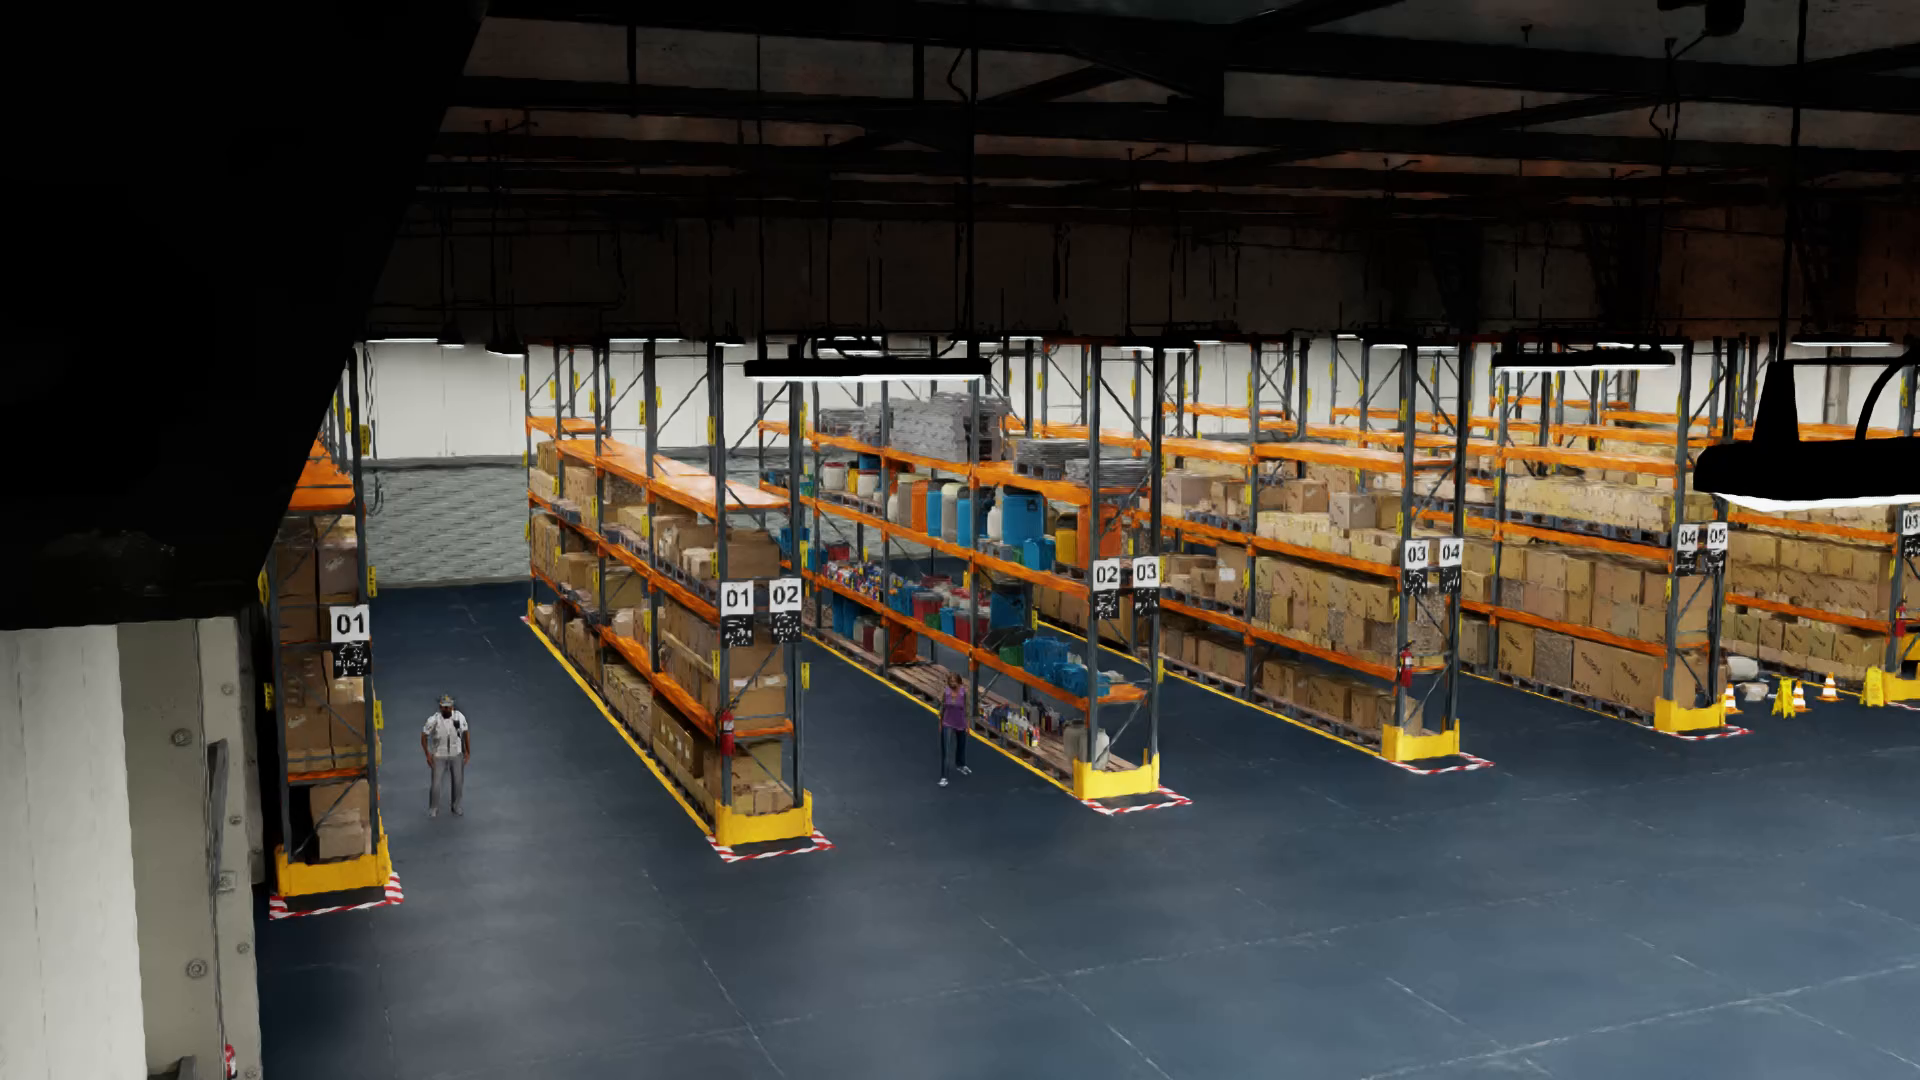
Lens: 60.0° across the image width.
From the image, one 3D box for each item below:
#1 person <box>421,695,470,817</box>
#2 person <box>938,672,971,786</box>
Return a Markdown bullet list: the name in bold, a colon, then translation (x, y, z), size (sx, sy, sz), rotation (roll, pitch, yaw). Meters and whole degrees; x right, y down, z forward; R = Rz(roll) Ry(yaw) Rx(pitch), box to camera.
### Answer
- **person**: translation (-6.530, 2.730, 21.151), size (0.592, 1.630, 0.531), rotation (-4, 8, -26)
- **person**: translation (-0.068, 2.543, 22.803), size (0.458, 1.543, 0.885), rotation (0, 8, 2)
